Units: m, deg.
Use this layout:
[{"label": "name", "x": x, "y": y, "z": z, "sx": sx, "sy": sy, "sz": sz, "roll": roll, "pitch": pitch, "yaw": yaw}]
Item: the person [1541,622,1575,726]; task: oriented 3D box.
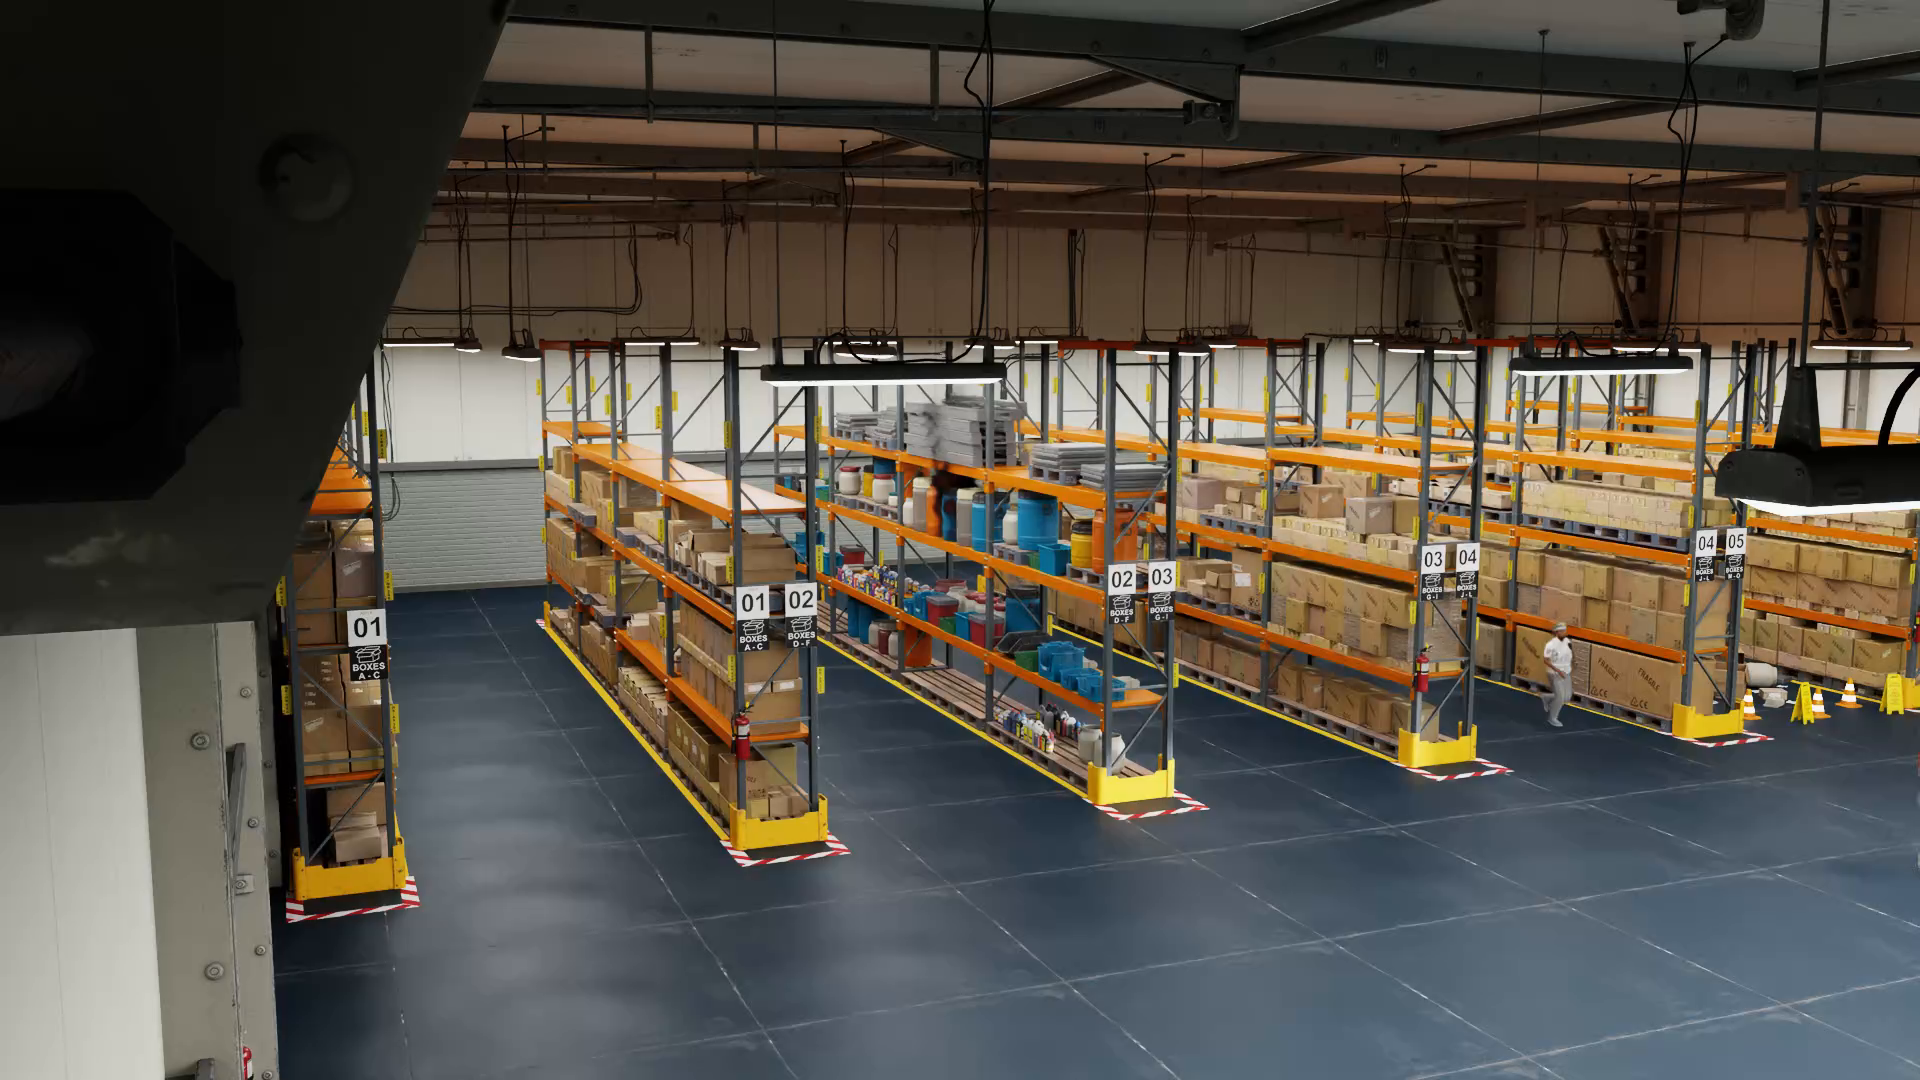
[{"label": "person", "x": 9.460, "y": 2.100, "z": 26.346, "sx": 0.584, "sy": 1.671, "sz": 0.634, "roll": -3, "pitch": 8, "yaw": -24}]
